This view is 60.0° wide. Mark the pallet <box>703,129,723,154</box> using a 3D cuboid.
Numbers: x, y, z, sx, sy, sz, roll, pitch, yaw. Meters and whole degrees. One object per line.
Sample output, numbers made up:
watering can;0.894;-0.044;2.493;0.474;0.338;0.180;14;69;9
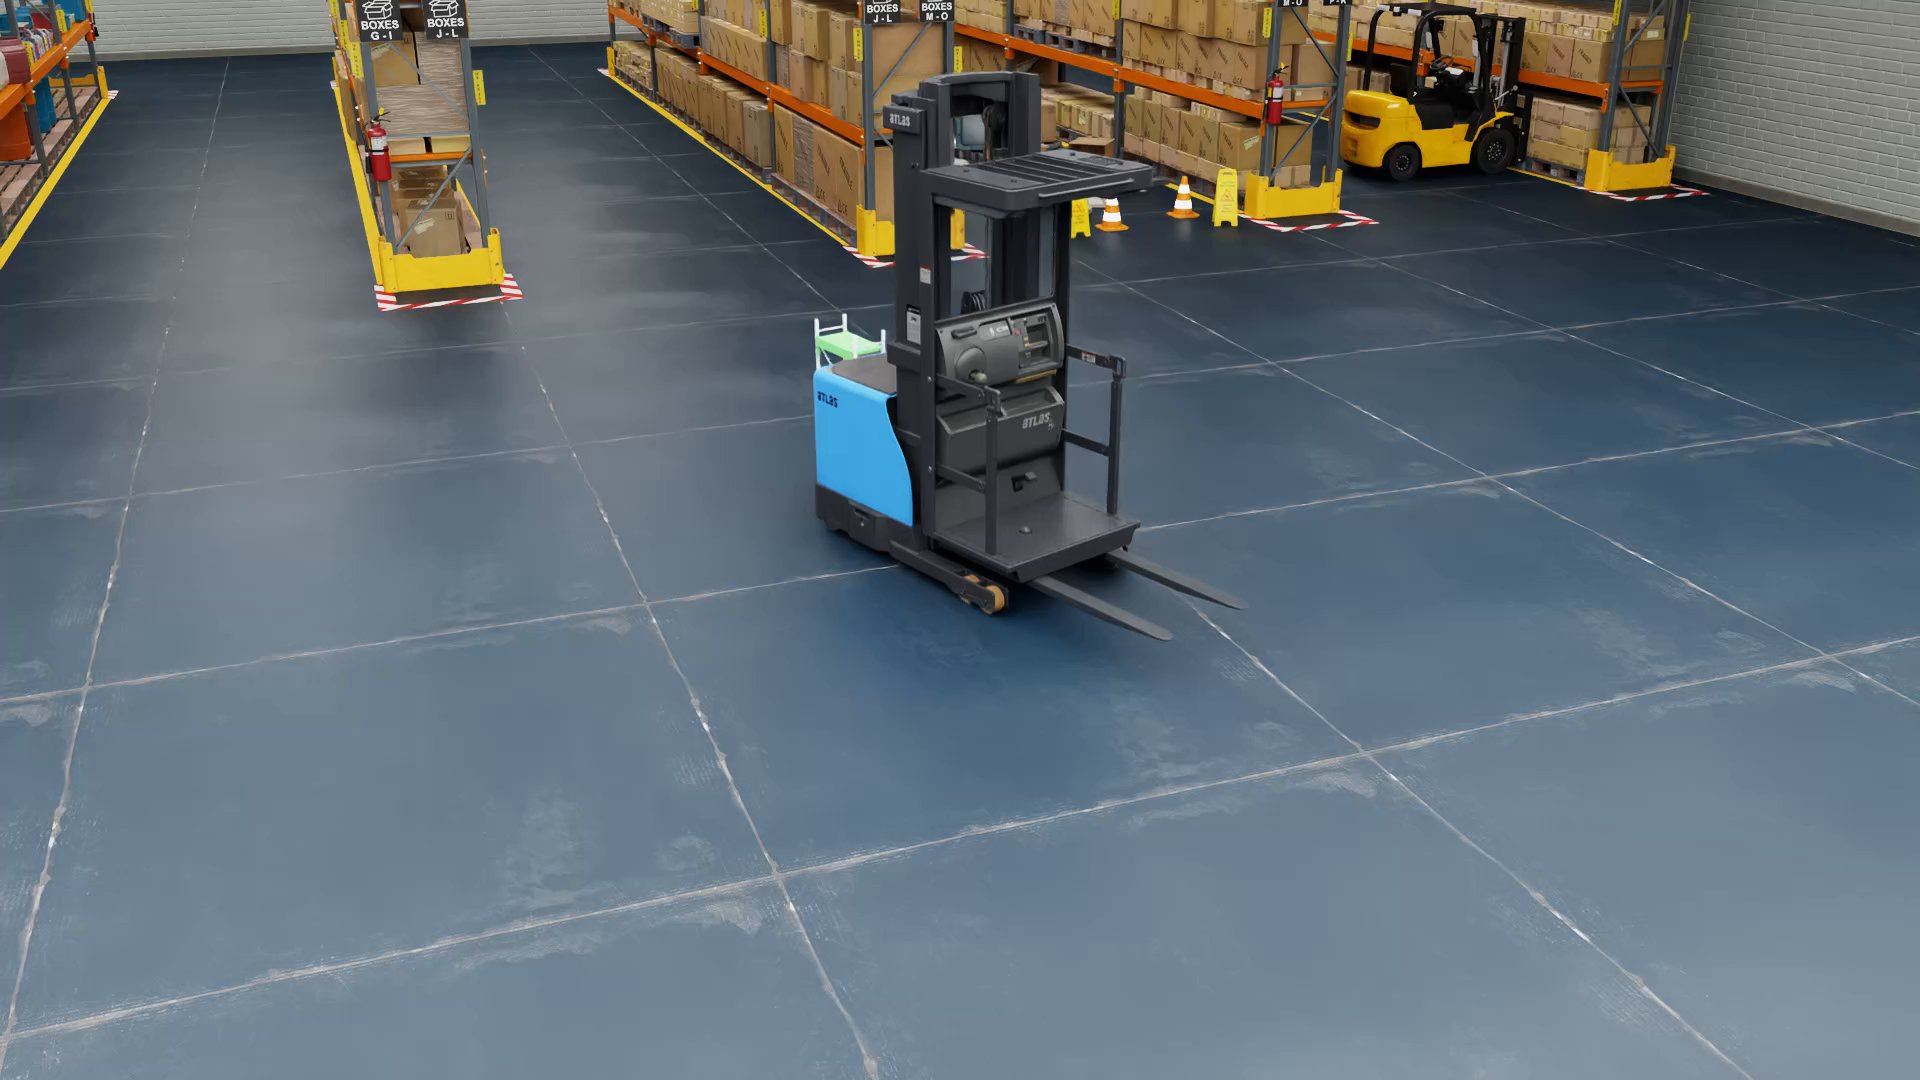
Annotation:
pallet;-3.166;-5.928;24.542;1.003;0.211;1.213;-8;24;-19

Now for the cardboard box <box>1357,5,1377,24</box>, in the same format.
cardboard box;6.500;-8.131;25.730;0.500;0.250;0.500;-8;24;-18

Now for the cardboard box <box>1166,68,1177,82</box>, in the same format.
cardboard box;2.888;-6.032;21.522;0.380;0.149;0.250;-8;24;-19

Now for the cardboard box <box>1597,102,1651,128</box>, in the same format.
cardboard box;8.697;-5.589;21.860;0.500;0.250;0.500;-9;24;-20

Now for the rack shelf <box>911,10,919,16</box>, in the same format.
rack shelf;-0.899;-10.074;31.716;1.077;0.370;4.000;-8;24;-19

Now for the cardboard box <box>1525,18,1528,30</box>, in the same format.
cardboard box;7.825;-6.999;22.531;0.380;0.149;0.250;-9;24;-19

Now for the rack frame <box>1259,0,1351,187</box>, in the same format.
rack frame;4.047;-5.319;19.507;1.000;3.000;0.127;-8;24;-19

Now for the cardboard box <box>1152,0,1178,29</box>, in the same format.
cardboard box;2.899;-6.851;21.345;0.700;0.500;0.500;-9;24;-20

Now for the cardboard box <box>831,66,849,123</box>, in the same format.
cardboard box;-0.936;-4.997;18.551;0.875;0.550;0.550;-8;24;-19

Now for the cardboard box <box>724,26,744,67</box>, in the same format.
cardboard box;-2.934;-6.806;22.908;0.500;0.500;0.500;-9;24;-20

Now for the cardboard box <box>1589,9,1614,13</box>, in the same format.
cardboard box;8.530;-6.920;21.959;0.380;0.149;0.250;-8;24;-19

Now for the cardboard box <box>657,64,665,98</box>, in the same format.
cardboard box;-4.774;-7.700;27.834;0.500;0.500;0.500;-7;24;-17

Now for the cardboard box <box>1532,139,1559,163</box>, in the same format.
cardboard box;8.061;-5.237;22.312;0.500;0.250;0.500;-8;24;-19

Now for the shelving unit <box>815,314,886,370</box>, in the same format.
shelving unit;-0.735;-0.882;11.297;0.258;1.200;0.503;-15;27;-32

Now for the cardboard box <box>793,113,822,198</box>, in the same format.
cardboard box;-1.482;-4.705;20.247;0.875;0.875;0.875;-8;24;-19

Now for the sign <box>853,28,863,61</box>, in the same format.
sign;-1.061;-5.176;17.373;0.100;0.325;0.005;-8;24;-19

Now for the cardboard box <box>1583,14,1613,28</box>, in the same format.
cardboard box;8.249;-6.670;21.365;0.380;0.149;0.250;-8;24;-19

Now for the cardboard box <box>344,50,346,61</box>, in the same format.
cardboard box;-8.456;-7.057;23.503;0.500;0.500;0.500;-8;24;-17

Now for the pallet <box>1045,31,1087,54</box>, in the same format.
pallet;1.959;-7.423;24.747;1.003;0.211;1.213;-8;24;-19

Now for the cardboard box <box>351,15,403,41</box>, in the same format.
cardboard box;-6.175;-5.314;17.698;0.500;0.500;0.500;-8;24;-19

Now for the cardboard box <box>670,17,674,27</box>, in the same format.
cardboard box;-4.240;-7.978;25.600;0.380;0.149;0.250;-9;24;-20

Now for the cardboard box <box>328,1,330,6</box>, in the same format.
cardboard box;-10.959;-9.629;29.544;0.500;0.250;0.500;-9;24;-20

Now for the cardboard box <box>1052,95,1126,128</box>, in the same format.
cardboard box;1.942;-6.458;25.053;0.950;0.372;0.625;-8;24;-17

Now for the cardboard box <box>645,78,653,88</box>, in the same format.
cardboard box;-5.245;-7.938;28.852;0.380;0.149;0.250;-8;24;-18

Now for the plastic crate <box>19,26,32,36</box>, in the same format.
plastic crate;-14.744;-7.910;25.933;0.437;0.125;0.590;-8;24;-19

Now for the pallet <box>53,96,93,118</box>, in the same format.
pallet;-14.828;-7.060;27.230;1.003;0.211;1.213;-8;24;-19

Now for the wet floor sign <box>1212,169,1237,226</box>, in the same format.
wet floor sign;3.113;-4.018;19.452;0.267;0.644;0.232;0;23;-1

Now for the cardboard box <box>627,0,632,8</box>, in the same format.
cardboard box;-5.579;-9.653;29.278;0.500;0.500;0.500;-8;24;-19

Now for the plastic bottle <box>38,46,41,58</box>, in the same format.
plastic bottle;-13.152;-6.962;23.661;0.097;0.201;0.097;0;23;0

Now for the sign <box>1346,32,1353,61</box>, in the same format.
sign;4.555;-5.792;19.515;0.100;0.325;0.005;-8;24;-19

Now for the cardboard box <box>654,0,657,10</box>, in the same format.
cardboard box;-4.704;-8.592;26.672;0.380;0.149;0.250;-7;24;-17

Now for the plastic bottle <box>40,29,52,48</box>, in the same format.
plastic bottle;-13.655;-7.483;24.803;0.152;0.276;0.135;-8;24;-19

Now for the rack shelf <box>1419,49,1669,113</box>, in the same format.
rack shelf;7.983;-6.396;22.990;1.077;0.370;4.000;-8;24;-19

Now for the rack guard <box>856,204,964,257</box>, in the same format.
rack guard;-0.540;-3.442;18.273;1.175;0.500;0.348;-8;24;-19

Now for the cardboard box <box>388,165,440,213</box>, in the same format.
cardboard box;-6.324;-4.096;19.284;0.500;0.500;0.500;-1;23;-2

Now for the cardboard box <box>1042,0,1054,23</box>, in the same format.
cardboard box;1.548;-8.026;24.879;0.500;0.500;0.500;-8;24;-18

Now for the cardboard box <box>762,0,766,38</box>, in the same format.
cardboard box;-2.142;-6.743;21.469;0.700;0.500;0.500;-9;24;-20

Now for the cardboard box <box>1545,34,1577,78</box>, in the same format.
cardboard box;8.095;-6.380;21.895;0.500;0.500;0.500;-8;24;-17

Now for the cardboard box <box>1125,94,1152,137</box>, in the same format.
cardboard box;2.590;-5.793;22.665;0.500;0.500;0.500;-7;24;-16

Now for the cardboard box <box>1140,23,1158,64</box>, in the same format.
cardboard box;2.728;-6.578;21.983;0.500;0.500;0.500;-8;24;-19

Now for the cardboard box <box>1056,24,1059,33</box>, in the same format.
cardboard box;1.656;-7.670;24.867;0.380;0.149;0.250;-7;24;-17

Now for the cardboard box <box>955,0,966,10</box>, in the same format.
cardboard box;0.244;-9.085;27.993;0.500;0.250;0.500;-9;25;-21

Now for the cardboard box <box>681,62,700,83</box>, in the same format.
cardboard box;-4.050;-7.291;25.899;0.500;0.250;0.500;-8;24;-18

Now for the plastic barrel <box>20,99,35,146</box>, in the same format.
plastic barrel;-13.271;-5.854;23.342;0.600;0.588;0.708;-8;24;-19

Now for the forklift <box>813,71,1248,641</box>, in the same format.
forklift;0.384;-1.139;9.680;1.130;2.935;3.031;-18;29;-36

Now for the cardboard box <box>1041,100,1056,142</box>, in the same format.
cardboard box;0.979;-5.714;22.688;0.500;0.500;0.500;-8;24;-19

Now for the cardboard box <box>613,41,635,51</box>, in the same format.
cardboard box;-6.333;-9.333;31.396;0.380;0.149;0.250;-10;25;-21

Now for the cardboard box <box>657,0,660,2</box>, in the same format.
cardboard box;-4.621;-8.639;26.401;0.380;0.149;0.250;-7;24;-17

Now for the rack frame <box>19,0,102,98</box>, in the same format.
rack frame;-15.510;-9.093;28.462;1.000;3.000;0.127;-8;24;-19

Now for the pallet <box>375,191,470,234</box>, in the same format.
pallet;-6.367;-3.888;19.703;1.003;0.211;1.213;-8;24;-19

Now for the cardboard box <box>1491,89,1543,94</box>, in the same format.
cardboard box;7.689;-6.065;22.989;0.500;0.250;0.500;-9;24;-20

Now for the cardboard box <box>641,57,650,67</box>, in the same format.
cardboard box;-5.379;-8.387;29.151;0.380;0.149;0.250;-9;24;-19

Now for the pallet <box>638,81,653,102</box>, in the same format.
pallet;-5.058;-7.917;29.262;1.003;0.211;1.213;-8;24;-19

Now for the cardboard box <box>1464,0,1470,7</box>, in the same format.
cardboard box;7.387;-7.606;23.587;0.380;0.149;0.250;-9;24;-20

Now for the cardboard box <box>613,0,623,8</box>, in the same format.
cardboard box;-6.219;-9.946;30.809;0.380;0.149;0.250;-9;24;-20

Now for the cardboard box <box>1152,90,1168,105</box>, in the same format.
cardboard box;2.761;-5.851;21.970;0.380;0.149;0.250;-7;24;-17
